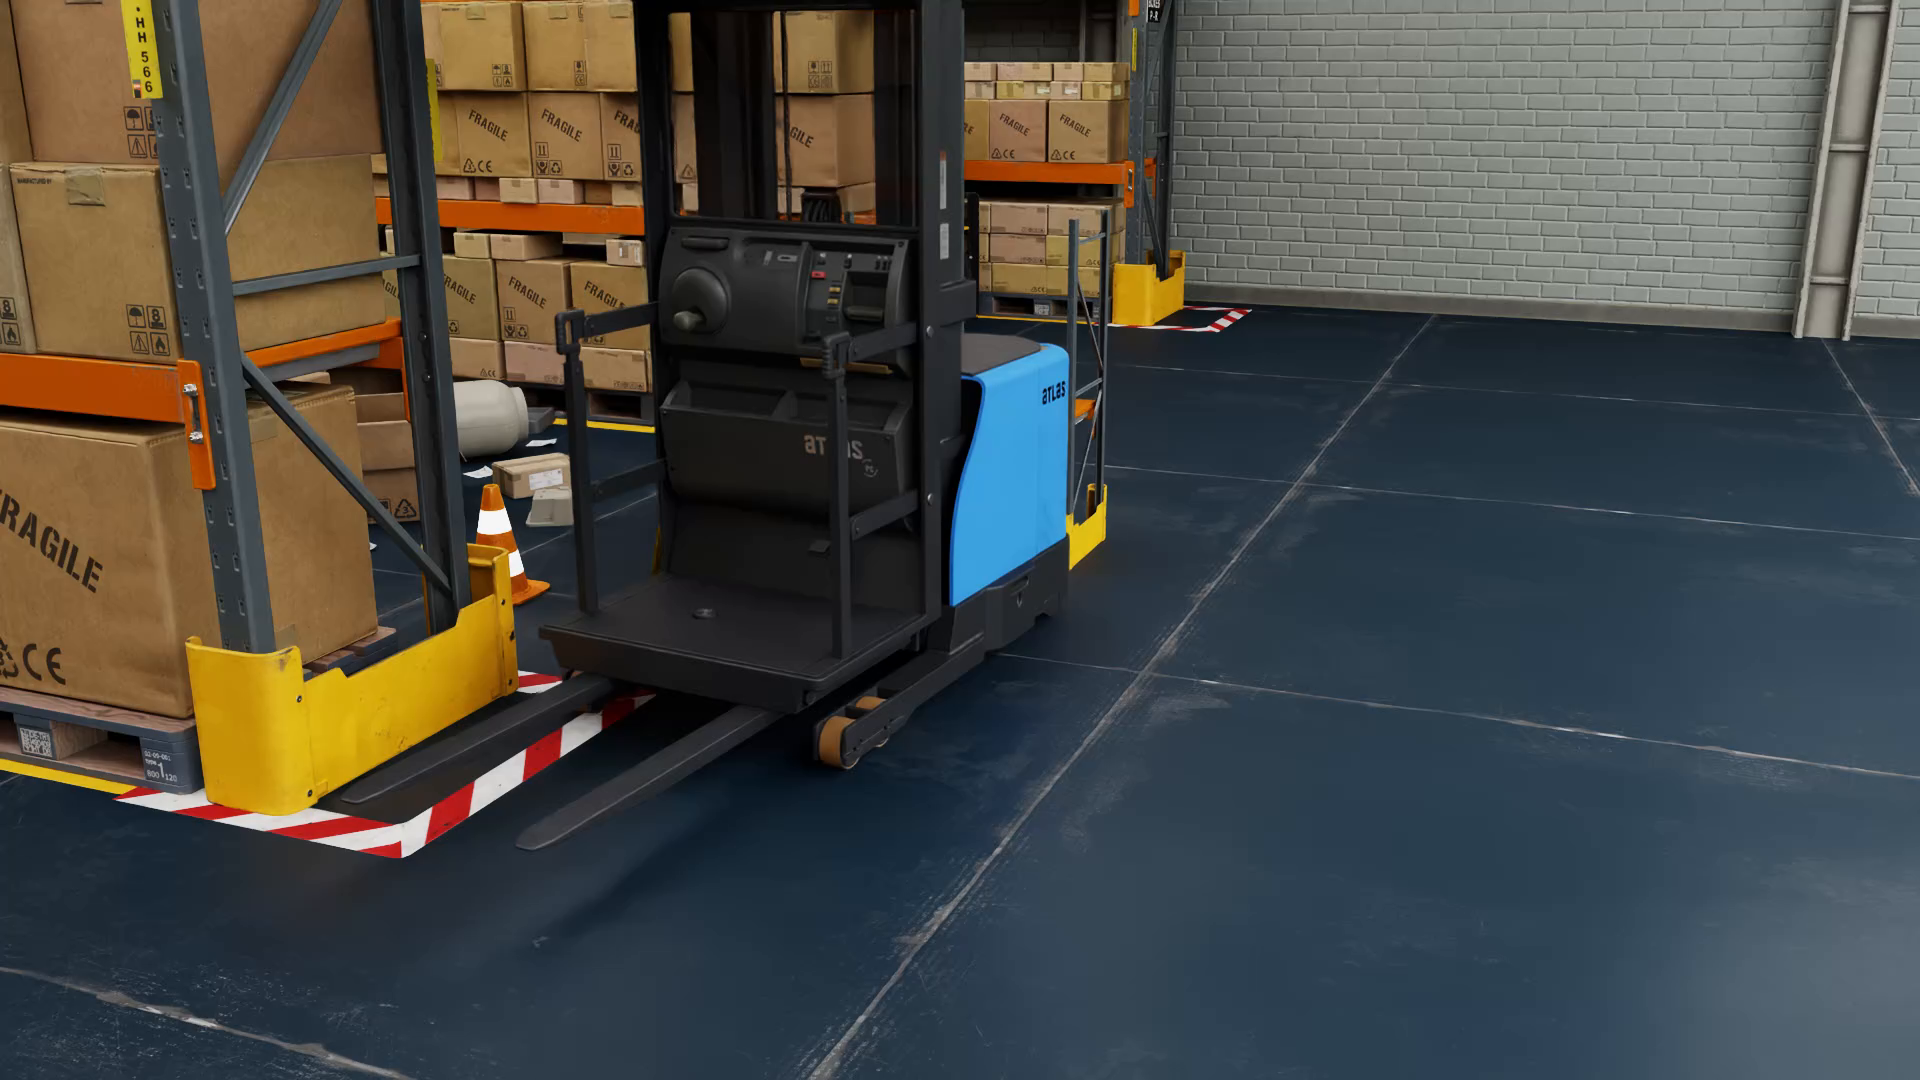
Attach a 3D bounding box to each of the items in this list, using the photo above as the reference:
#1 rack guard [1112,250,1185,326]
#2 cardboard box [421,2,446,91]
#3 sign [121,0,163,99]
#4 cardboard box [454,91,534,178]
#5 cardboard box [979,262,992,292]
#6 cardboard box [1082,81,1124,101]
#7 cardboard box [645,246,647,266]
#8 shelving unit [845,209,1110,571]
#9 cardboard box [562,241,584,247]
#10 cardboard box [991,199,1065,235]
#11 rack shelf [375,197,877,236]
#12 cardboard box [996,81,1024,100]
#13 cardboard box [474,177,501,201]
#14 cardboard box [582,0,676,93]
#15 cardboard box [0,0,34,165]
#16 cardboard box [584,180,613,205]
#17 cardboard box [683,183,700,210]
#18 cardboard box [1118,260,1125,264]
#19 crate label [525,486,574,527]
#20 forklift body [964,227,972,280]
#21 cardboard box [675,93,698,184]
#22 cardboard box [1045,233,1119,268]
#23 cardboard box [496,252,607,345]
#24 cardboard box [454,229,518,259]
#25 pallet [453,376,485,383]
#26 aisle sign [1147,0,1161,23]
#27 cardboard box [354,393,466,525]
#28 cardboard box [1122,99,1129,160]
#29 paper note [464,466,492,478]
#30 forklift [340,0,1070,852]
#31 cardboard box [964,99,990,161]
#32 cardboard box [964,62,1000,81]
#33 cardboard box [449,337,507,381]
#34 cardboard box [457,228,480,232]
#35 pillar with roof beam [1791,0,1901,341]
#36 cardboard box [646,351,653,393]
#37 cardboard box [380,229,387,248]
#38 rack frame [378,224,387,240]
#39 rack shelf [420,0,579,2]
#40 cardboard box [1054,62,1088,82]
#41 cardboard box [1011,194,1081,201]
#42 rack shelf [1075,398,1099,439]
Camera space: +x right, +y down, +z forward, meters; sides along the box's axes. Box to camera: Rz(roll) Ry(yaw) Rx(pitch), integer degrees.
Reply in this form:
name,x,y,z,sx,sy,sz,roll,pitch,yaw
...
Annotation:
name,x,y,z,sx,sy,sz,roll,pitch,yaw
rack guard,1.627,-2.175,14.269,0.348,0.500,1.175,6,17,21
cardboard box,-3.137,-3.011,10.160,0.500,0.500,0.700,6,17,21
sign,-2.147,-1.327,4.361,0.005,0.325,0.100,6,17,21
cardboard box,-2.689,-2.473,10.099,0.500,0.500,0.500,6,17,20
cardboard box,0.130,-2.332,14.505,0.500,0.250,0.500,6,17,21
cardboard box,1.179,-3.700,13.696,0.250,0.149,0.380,7,17,21
cardboard box,-1.653,-1.704,9.833,0.250,0.149,0.380,7,17,22
shelving unit,0.071,-0.712,7.438,1.083,1.500,0.587,6,17,21
cardboard box,-2.811,-1.698,10.977,0.500,0.500,0.500,7,17,22
cardboard box,0.585,-2.756,14.173,0.500,0.250,0.500,7,17,22
rack shelf,-2.074,-1.949,10.298,4.000,0.370,1.077,6,17,21
cardboard box,0.485,-3.789,14.004,0.250,0.149,0.380,6,17,20
cardboard box,-2.770,-2.178,10.247,0.250,0.149,0.380,6,17,20
cardboard box,-1.749,-2.836,9.556,0.500,0.500,0.700,6,17,20
cardboard box,-2.812,-1.467,5.141,0.550,0.550,0.875,6,17,21
cardboard box,-2.054,-2.114,10.025,0.250,0.149,0.380,6,17,21
cardboard box,-1.397,-2.000,9.632,0.250,0.149,0.380,7,17,22
cardboard box,1.220,-2.360,14.602,0.500,0.250,0.500,6,17,21
crate label,-1.932,-0.167,8.002,0.298,0.136,0.250,-2,16,-8
forklift body,-0.829,-2.691,13.086,1.214,2.155,2.313,6,17,21
cardboard box,-1.283,-2.318,9.563,0.500,0.500,0.500,6,17,21
cardboard box,1.037,-2.468,14.076,0.500,0.250,0.500,6,17,20
cardboard box,-2.500,-1.505,10.312,0.500,0.500,0.500,7,18,24
cardboard box,-2.911,-1.841,10.306,0.250,0.149,0.380,7,18,23
pallet,-3.296,-1.101,11.086,1.213,0.211,1.003,6,17,21
aisle sign,1.558,-4.543,13.281,0.004,0.787,0.394,6,17,21
cardboard box,-2.776,-0.414,8.198,0.637,0.503,0.797,-5,17,-18
cardboard box,1.246,-3.549,14.338,0.500,0.500,0.500,7,18,22
paper note,-2.558,-0.365,8.897,0.142,0.019,0.148,14,21,40
forklift,-0.684,-0.831,5.277,1.130,2.935,3.031,8,18,26
cardboard box,0.094,-3.516,14.225,0.500,0.500,0.500,6,17,20
cardboard box,0.213,-3.942,13.995,0.250,0.149,0.380,7,18,22
cardboard box,-2.984,-1.198,10.600,0.500,0.250,0.500,7,18,24
cardboard box,-4.651,-3.125,16.565,0.625,0.625,0.875,7,18,22
pillar with roof beam,5.290,-4.834,8.183,0.400,9.000,9.100,6,17,21
cardboard box,-1.543,-1.039,10.052,0.500,0.250,0.500,6,17,21
cardboard box,-6.127,-3.313,17.437,0.500,0.500,0.500,7,18,23
rack frame,-3.934,-2.499,10.903,0.127,3.000,1.000,6,17,21
rack shelf,-3.977,-5.087,15.725,4.000,0.370,1.077,6,17,21
cardboard box,0.953,-3.879,13.780,0.250,0.149,0.380,6,17,21
cardboard box,0.761,-2.888,14.626,0.500,0.250,0.500,6,17,21
rack shelf,0.079,-0.539,7.485,1.000,0.185,0.538,6,17,21
